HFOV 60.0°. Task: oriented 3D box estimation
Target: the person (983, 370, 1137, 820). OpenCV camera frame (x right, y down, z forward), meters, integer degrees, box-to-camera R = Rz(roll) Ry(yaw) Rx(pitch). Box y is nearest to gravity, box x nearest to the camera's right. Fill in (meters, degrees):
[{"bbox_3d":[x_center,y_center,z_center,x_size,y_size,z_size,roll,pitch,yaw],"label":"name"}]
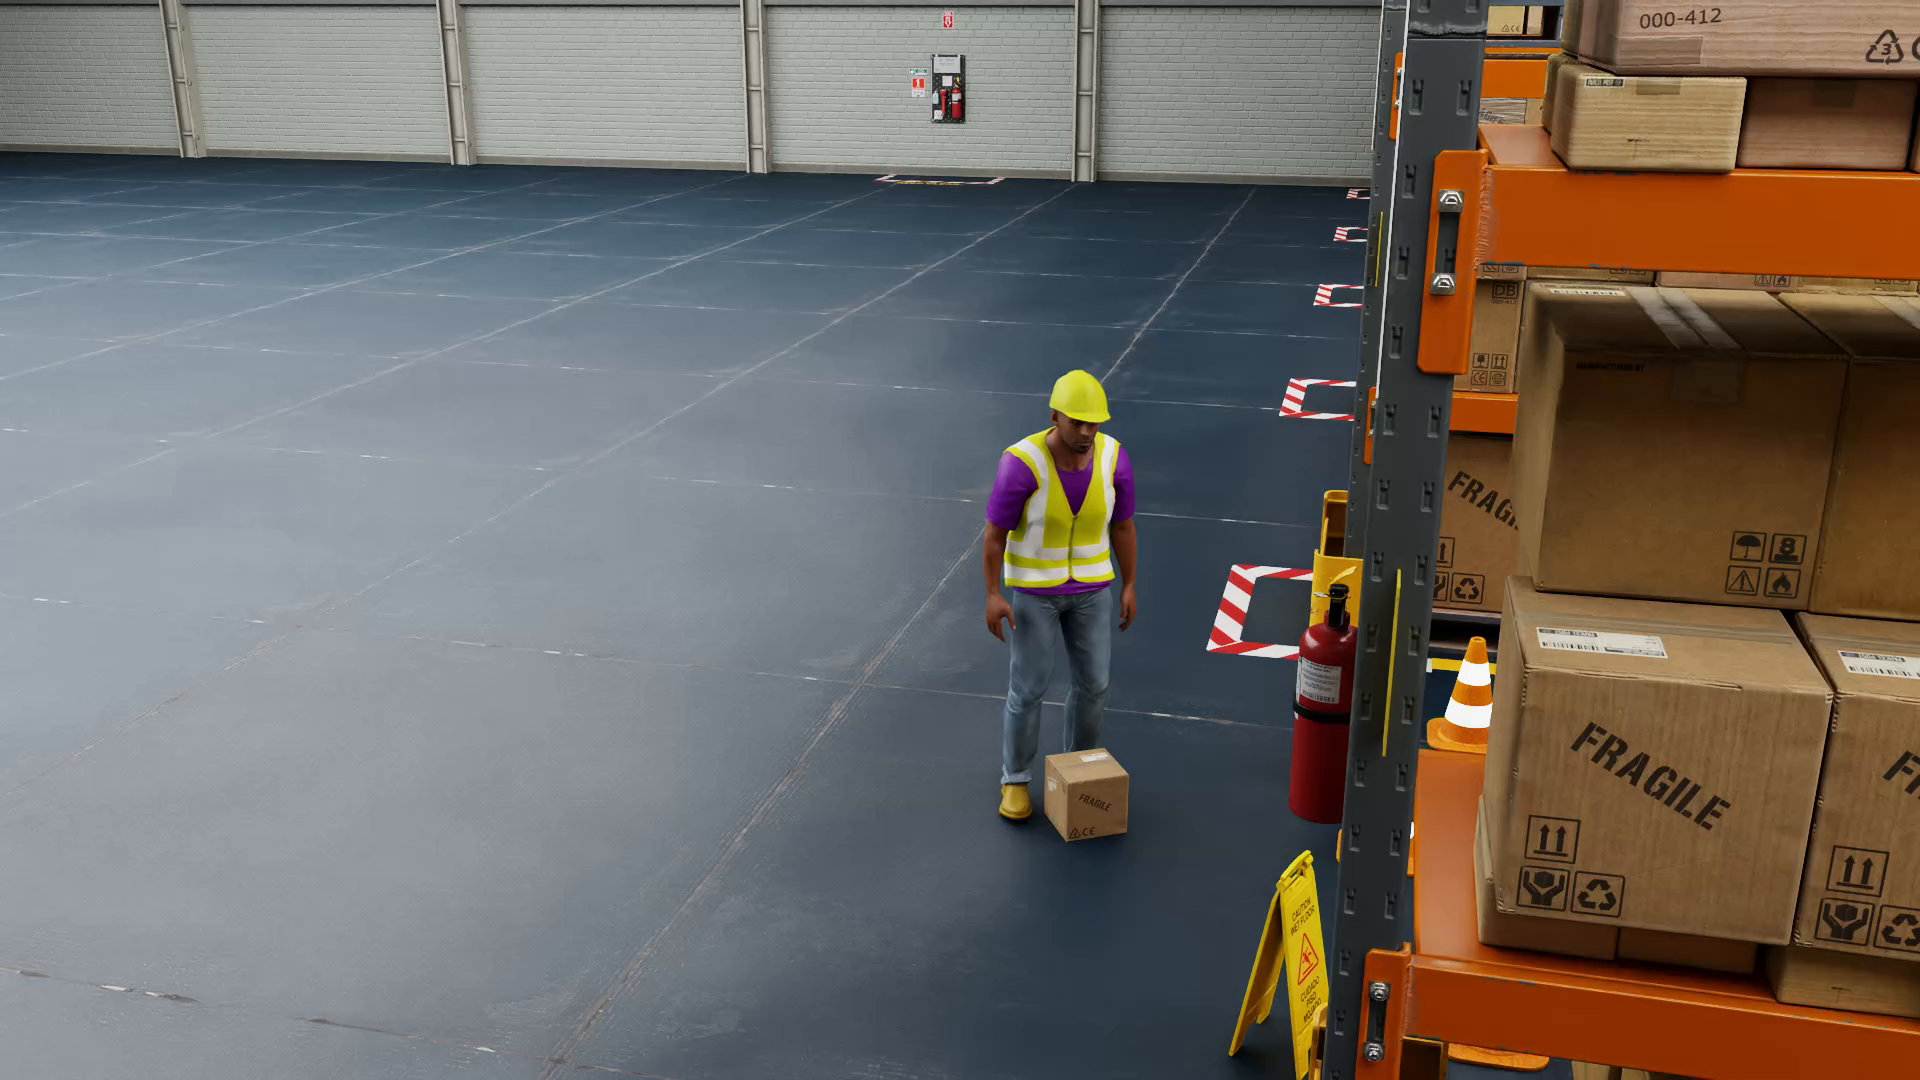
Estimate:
[{"bbox_3d":[0.397,0.201,6.415,0.626,1.760,0.461,-5,19,-15],"label":"person"}]
